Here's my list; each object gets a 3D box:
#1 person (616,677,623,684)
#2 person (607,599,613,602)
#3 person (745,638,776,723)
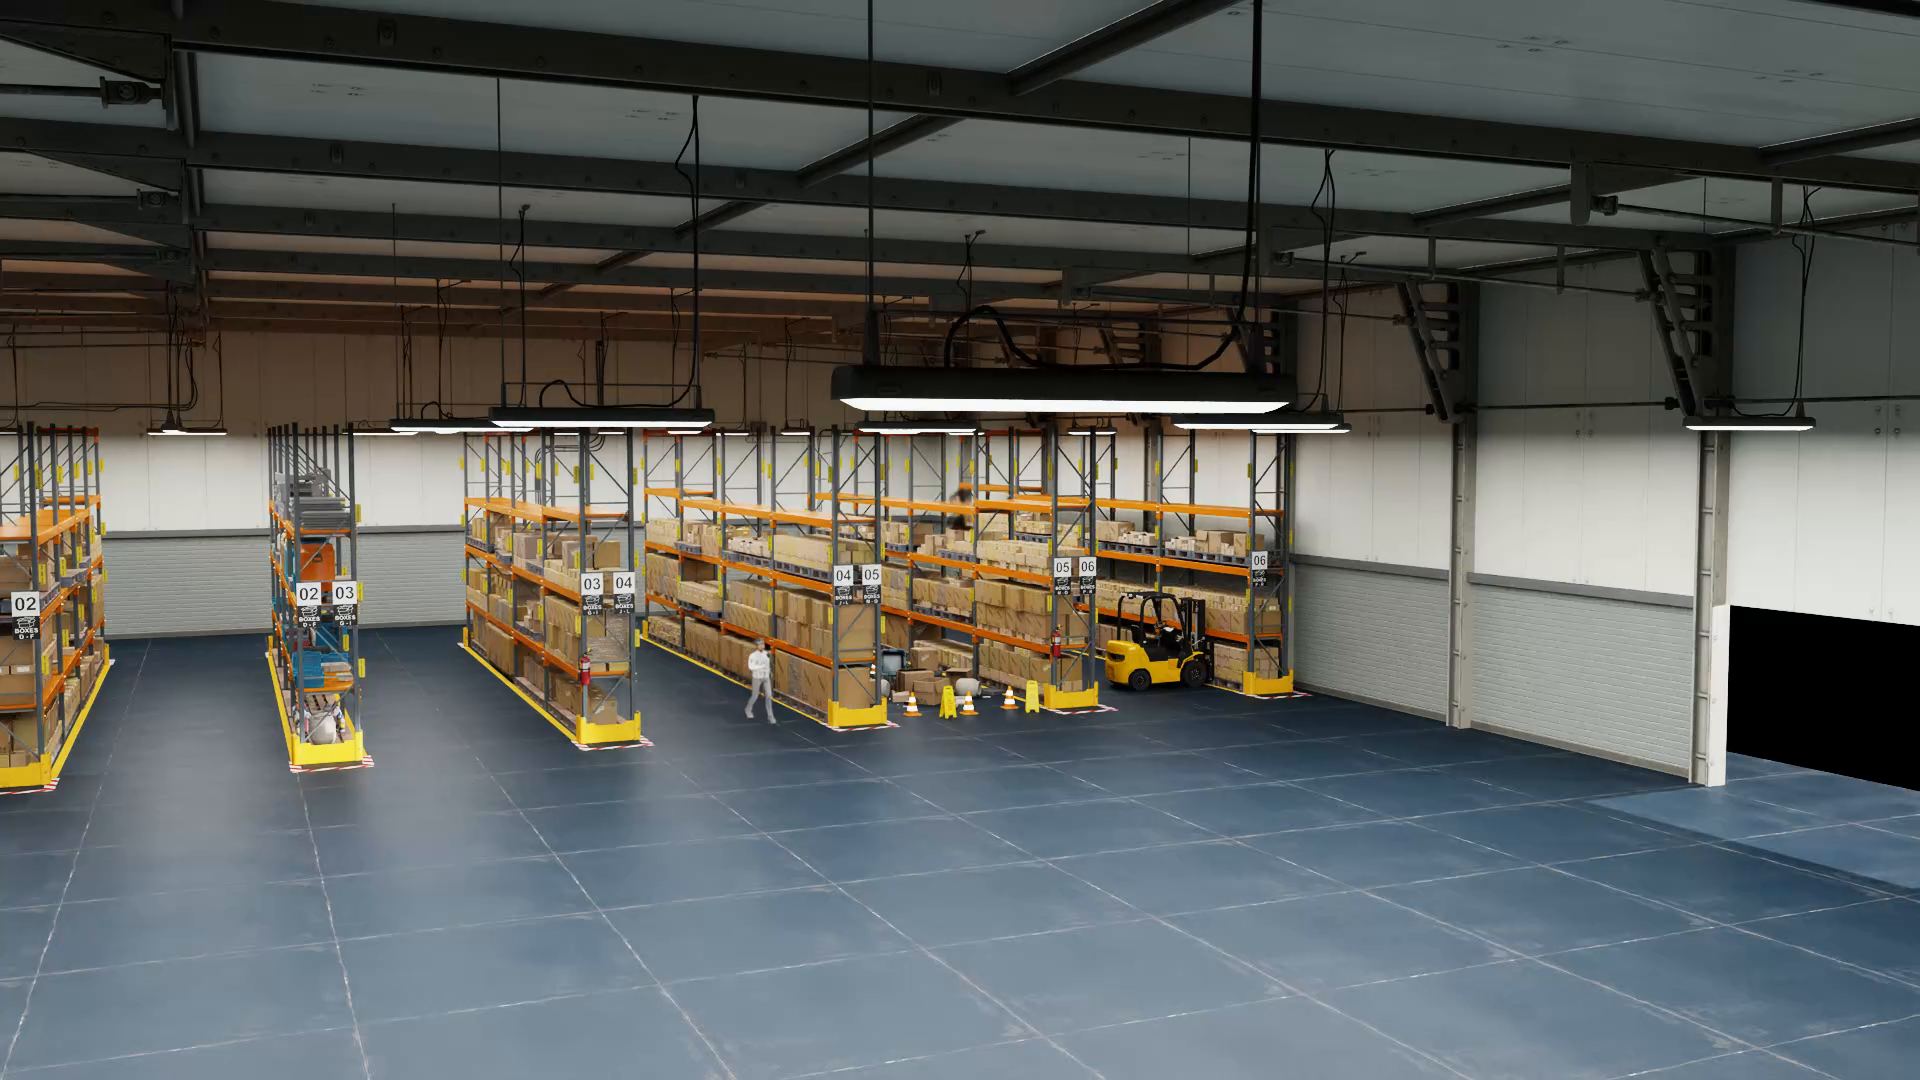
[{"bbox_3d":[-8.046,2.481,38.970,0.635,1.696,0.908,-2,4,-23],"label":"person"},{"bbox_3d":[-10.305,2.028,47.423,0.799,1.570,0.570,0,3,-1],"label":"person"},{"bbox_3d":[-4.015,2.804,33.525,0.604,1.696,0.924,-3,4,-37],"label":"person"}]
